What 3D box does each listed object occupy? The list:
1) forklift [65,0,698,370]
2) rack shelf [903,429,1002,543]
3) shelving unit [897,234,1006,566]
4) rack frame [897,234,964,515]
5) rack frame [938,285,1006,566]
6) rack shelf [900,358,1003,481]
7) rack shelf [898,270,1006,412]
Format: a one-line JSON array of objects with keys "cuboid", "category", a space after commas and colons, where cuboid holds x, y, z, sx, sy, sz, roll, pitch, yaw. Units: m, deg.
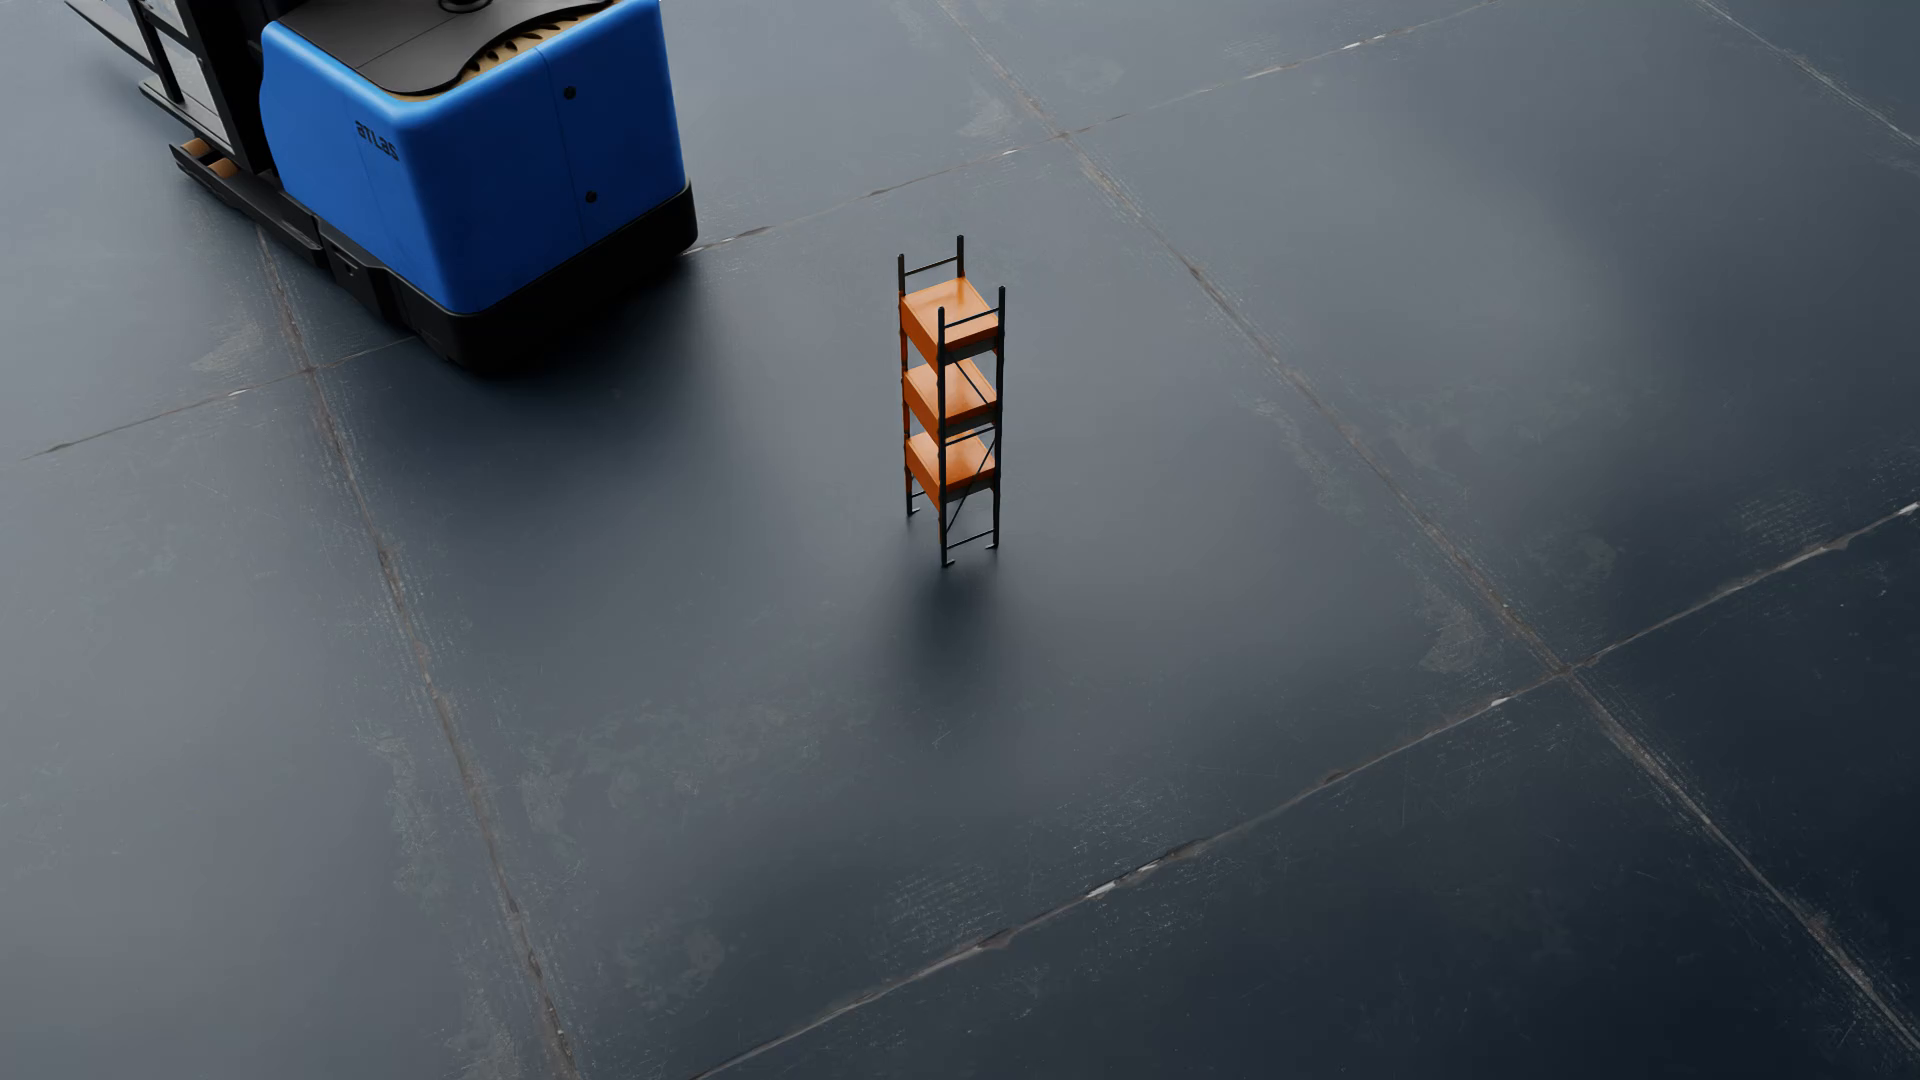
[{"cuboid": [-2.398, -2.518, 5.505, 3.031, 2.935, 1.130, 34, 57, 26], "category": "forklift"}, {"cuboid": [-0.024, -0.192, 5.103, 0.215, 0.259, 0.240, -21, 52, -18], "category": "rack shelf"}, {"cuboid": [-0.024, -0.381, 4.886, 0.215, 1.050, 0.252, -21, 52, -18], "category": "shelving unit"}, {"cuboid": [-0.080, -0.463, 4.958, 0.200, 1.050, 0.008, -21, 52, -18], "category": "rack frame"}, {"cuboid": [0.031, -0.300, 4.815, 0.200, 1.050, 0.008, -21, 52, -18], "category": "rack frame"}, {"cuboid": [-0.024, -0.374, 4.894, 0.215, 0.259, 0.240, -21, 52, -18], "category": "rack shelf"}, {"cuboid": [-0.024, -0.561, 4.681, 0.215, 0.259, 0.240, -21, 52, -18], "category": "rack shelf"}]
